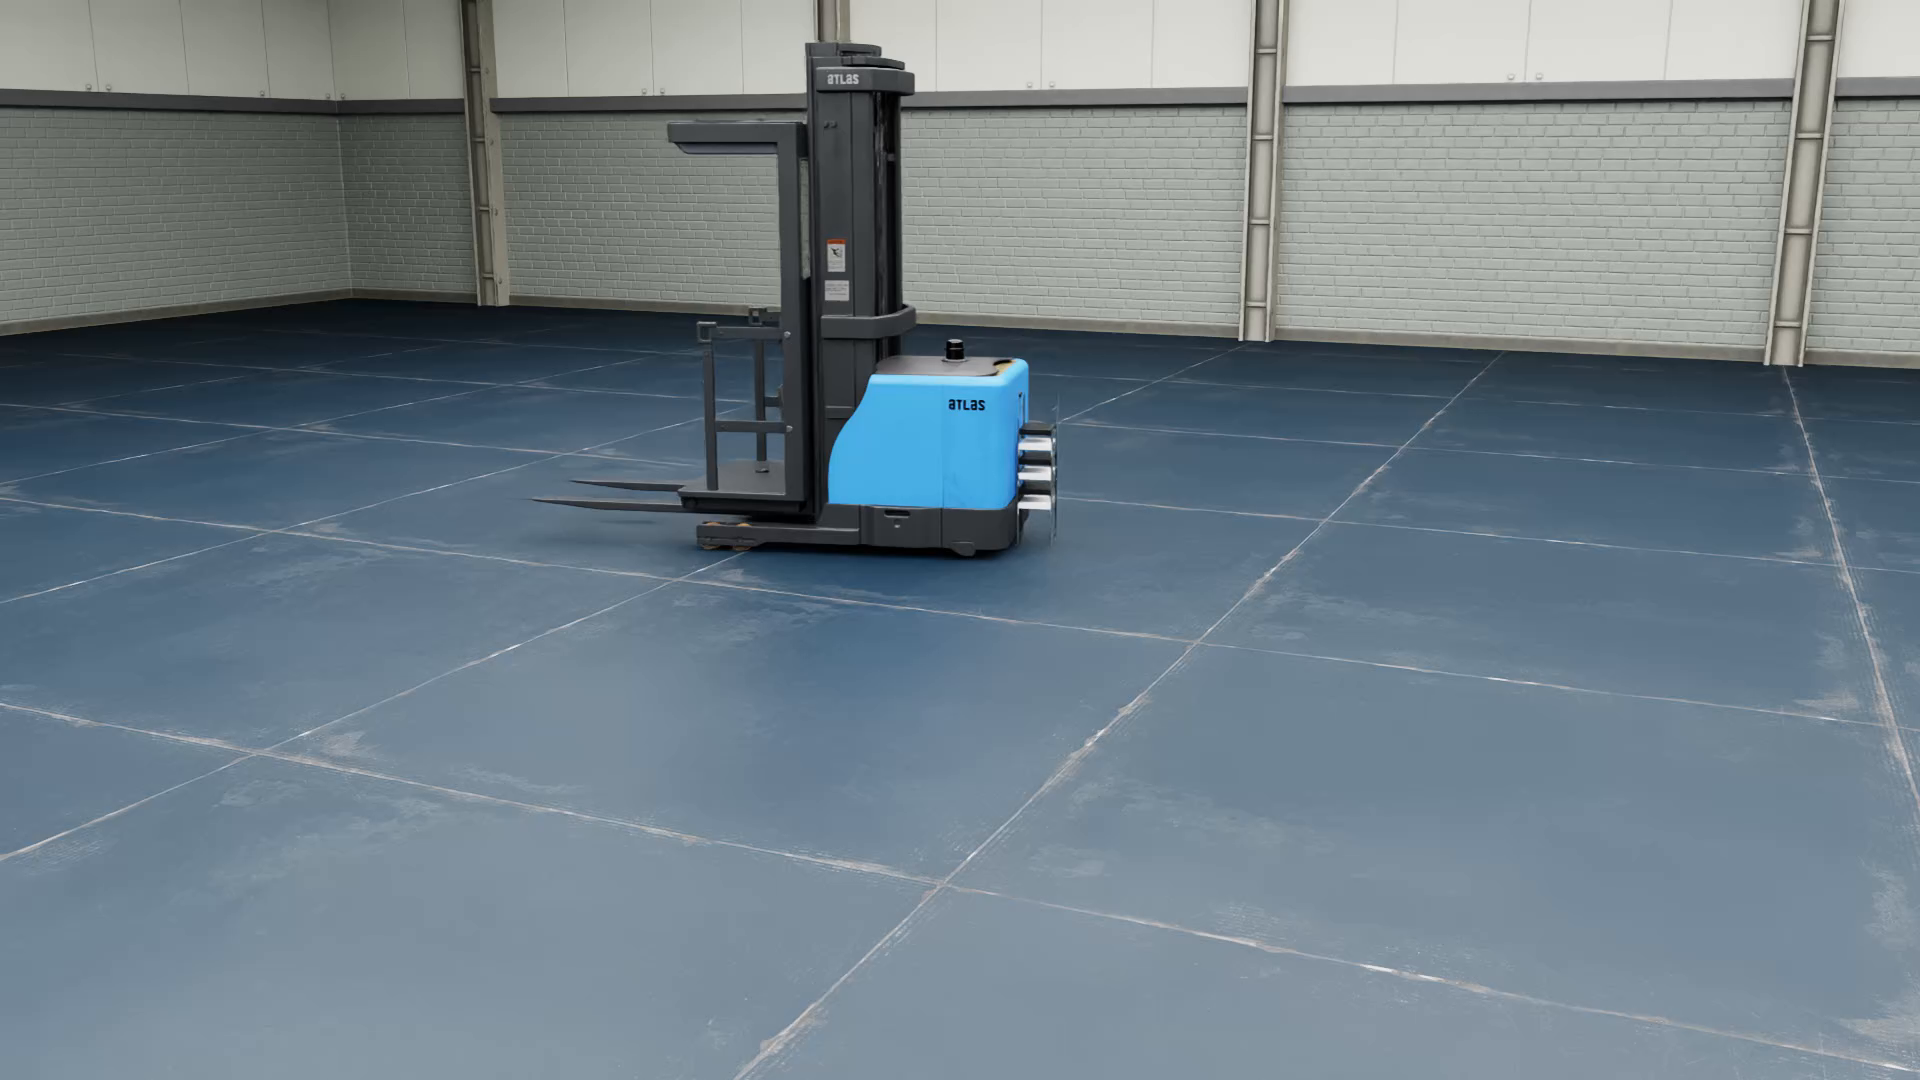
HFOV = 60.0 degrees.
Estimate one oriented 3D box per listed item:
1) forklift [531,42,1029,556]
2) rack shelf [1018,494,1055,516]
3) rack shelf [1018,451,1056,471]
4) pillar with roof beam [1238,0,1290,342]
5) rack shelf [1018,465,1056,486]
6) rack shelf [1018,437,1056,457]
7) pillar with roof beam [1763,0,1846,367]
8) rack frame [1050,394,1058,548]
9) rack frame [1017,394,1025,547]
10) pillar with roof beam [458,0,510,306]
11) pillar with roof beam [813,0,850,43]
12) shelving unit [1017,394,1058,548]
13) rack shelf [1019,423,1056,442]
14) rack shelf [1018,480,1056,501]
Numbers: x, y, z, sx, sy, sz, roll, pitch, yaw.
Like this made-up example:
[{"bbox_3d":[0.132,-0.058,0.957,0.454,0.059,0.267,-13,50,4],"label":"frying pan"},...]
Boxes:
[{"bbox_3d":[-1.128,-1.475,10.125,3.031,2.935,1.130,2,13,10],"label":"forklift"},{"bbox_3d":[0.470,-0.213,10.128,0.200,0.077,0.258,2,13,10],"label":"rack shelf"},{"bbox_3d":[0.470,-0.476,10.067,0.200,0.077,0.258,2,13,10],"label":"rack shelf"},{"bbox_3d":[2.010,-6.012,16.177,0.400,9.000,9.100,6,14,23],"label":"pillar with roof beam"},{"bbox_3d":[0.470,-0.389,10.087,0.200,0.077,0.258,2,13,10],"label":"rack shelf"},{"bbox_3d":[0.470,-0.564,10.046,0.200,0.077,0.258,2,13,10],"label":"rack shelf"},{"bbox_3d":[7.496,-5.457,13.811,0.400,9.000,9.100,6,14,23],"label":"pillar with roof beam"},{"bbox_3d":[0.570,-0.417,10.061,0.006,0.900,0.240,2,13,10],"label":"rack frame"},{"bbox_3d":[0.370,-0.425,10.098,0.006,0.900,0.240,2,13,10],"label":"rack frame"},{"bbox_3d":[-8.962,-7.122,20.908,0.400,9.000,9.100,6,14,23],"label":"pillar with roof beam"},{"bbox_3d":[-3.476,-6.567,18.542,0.400,9.000,9.100,6,14,23],"label":"pillar with roof beam"},{"bbox_3d":[0.470,-0.421,10.080,0.210,0.900,0.258,2,13,10],"label":"shelving unit"},{"bbox_3d":[0.470,-0.652,10.026,0.200,0.077,0.258,2,13,10],"label":"rack shelf"},{"bbox_3d":[0.470,-0.301,10.108,0.200,0.077,0.258,2,13,10],"label":"rack shelf"}]
